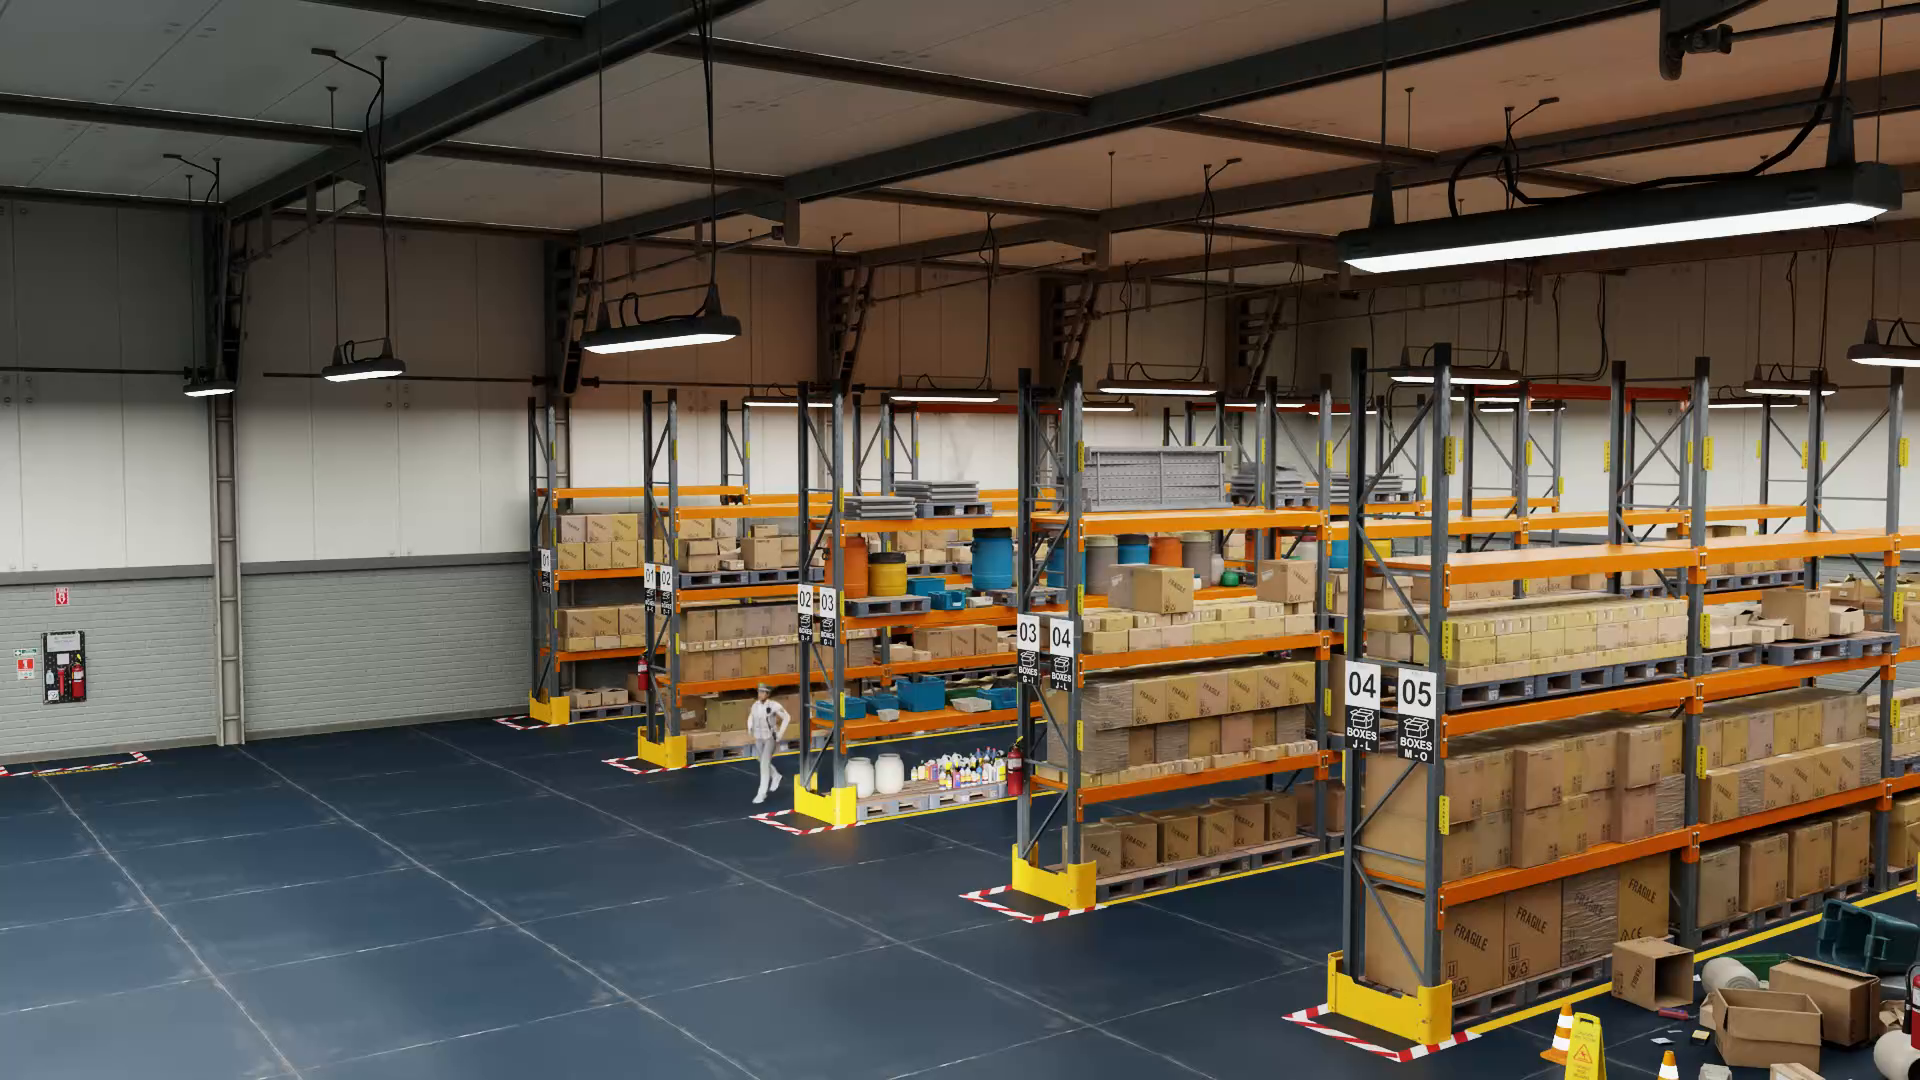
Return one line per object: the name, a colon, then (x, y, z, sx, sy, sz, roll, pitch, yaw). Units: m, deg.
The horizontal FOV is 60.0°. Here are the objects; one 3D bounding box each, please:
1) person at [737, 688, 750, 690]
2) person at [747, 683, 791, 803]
person: (-3.876, 2.545, 30.179, 0.741, 1.717, 0.698, 3, 4, 38)
person: (-2.780, 2.899, 24.106, 0.649, 1.711, 0.817, 1, 4, 23)
